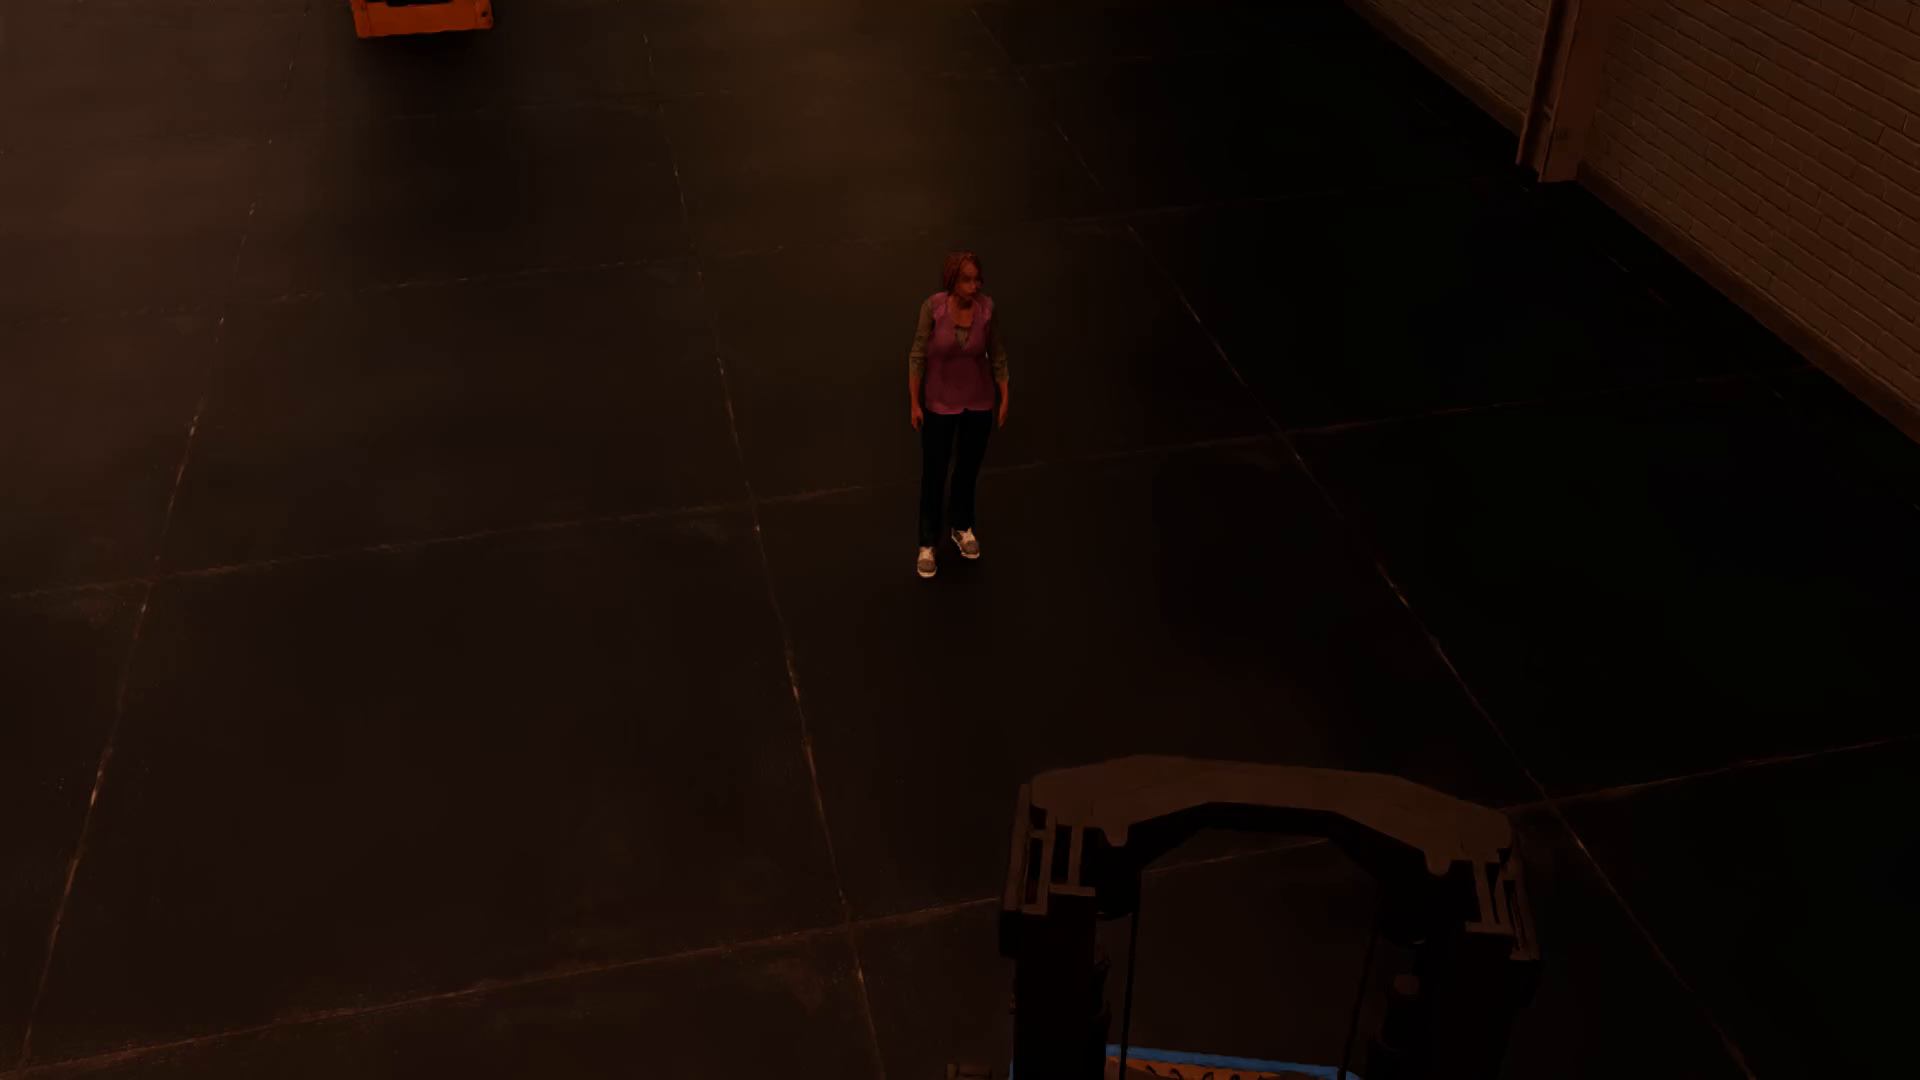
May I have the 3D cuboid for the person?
[{"bbox_3d":[0.003,-0.610,8.028,0.520,1.597,0.474,-8,36,-11],"label":"person"}]

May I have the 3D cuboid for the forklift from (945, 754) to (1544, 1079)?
[{"bbox_3d":[0.477,1.988,3.288,1.130,2.935,3.031,4,36,6],"label":"forklift"}]
